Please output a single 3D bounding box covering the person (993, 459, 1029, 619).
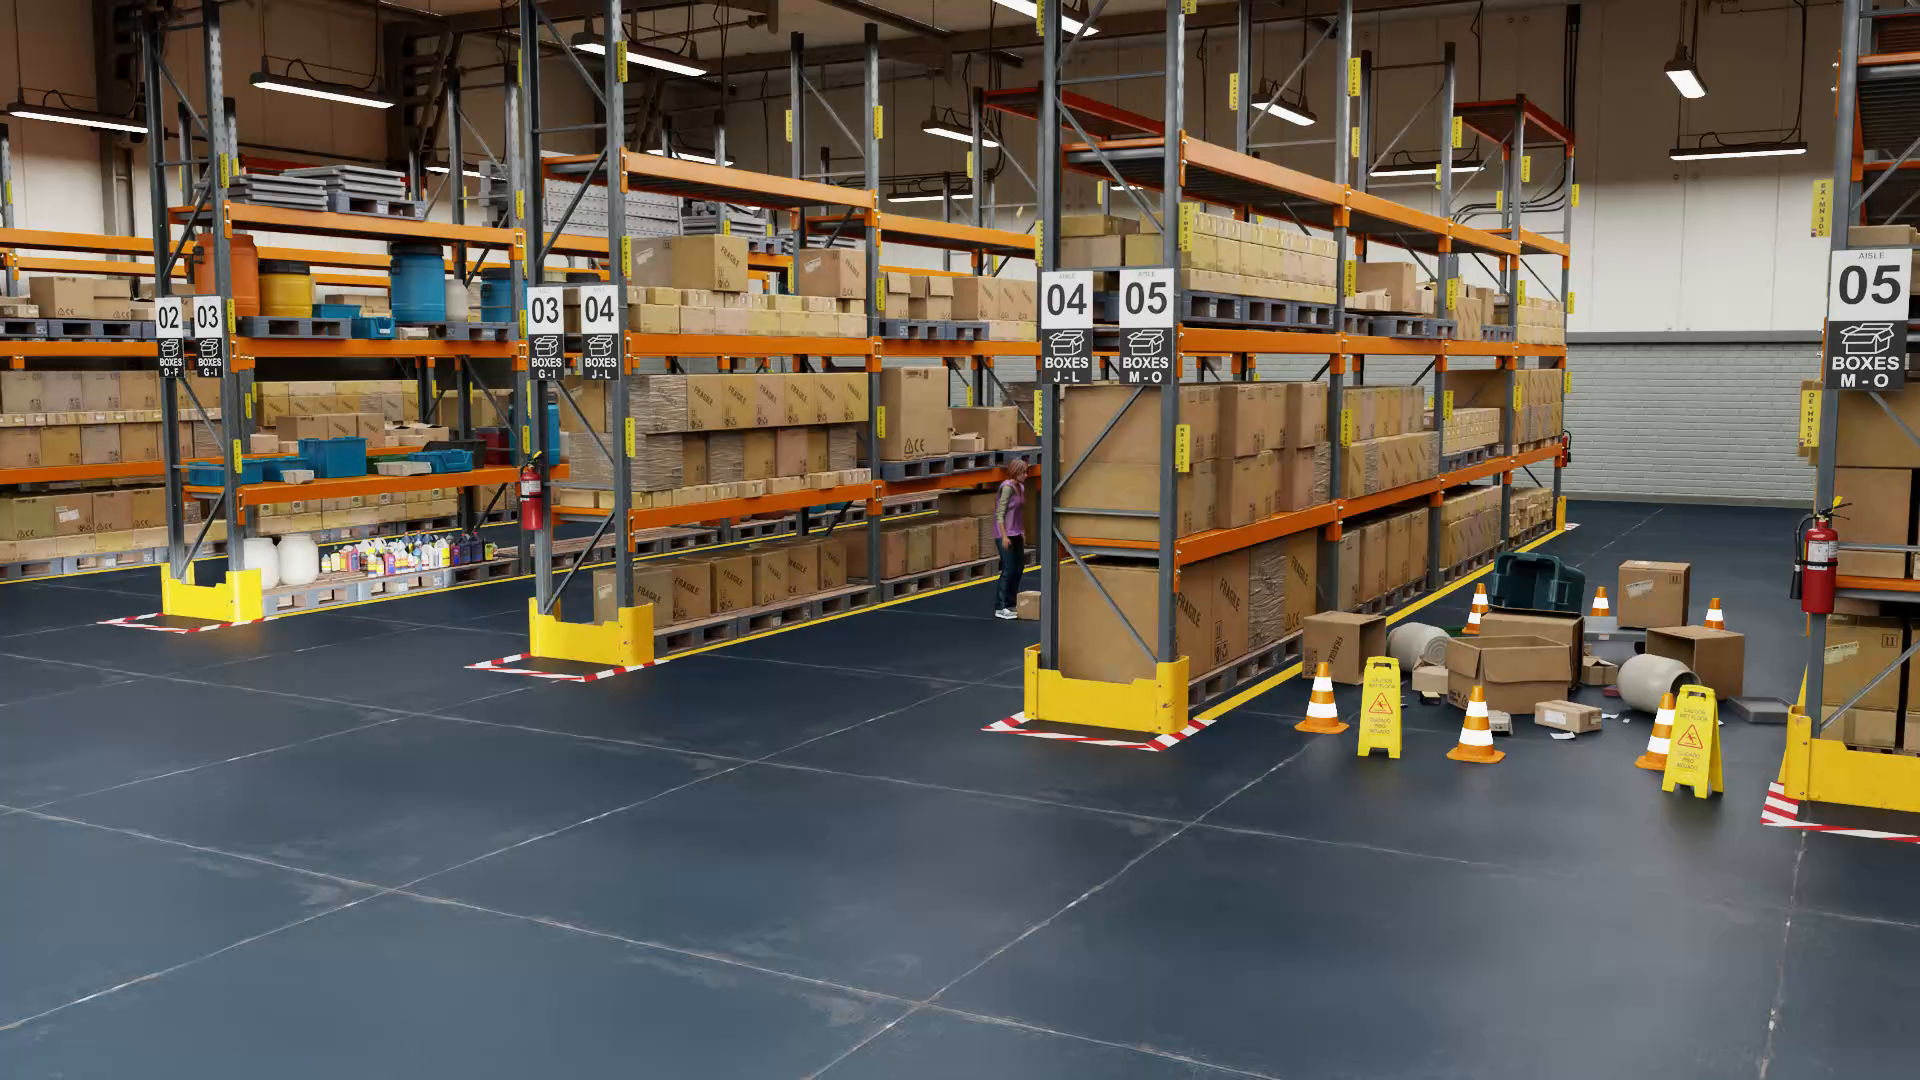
[{"bbox_3d":[0.519,-0.022,16.771,0.346,1.593,0.464,3,7,28],"label":"person"}]
